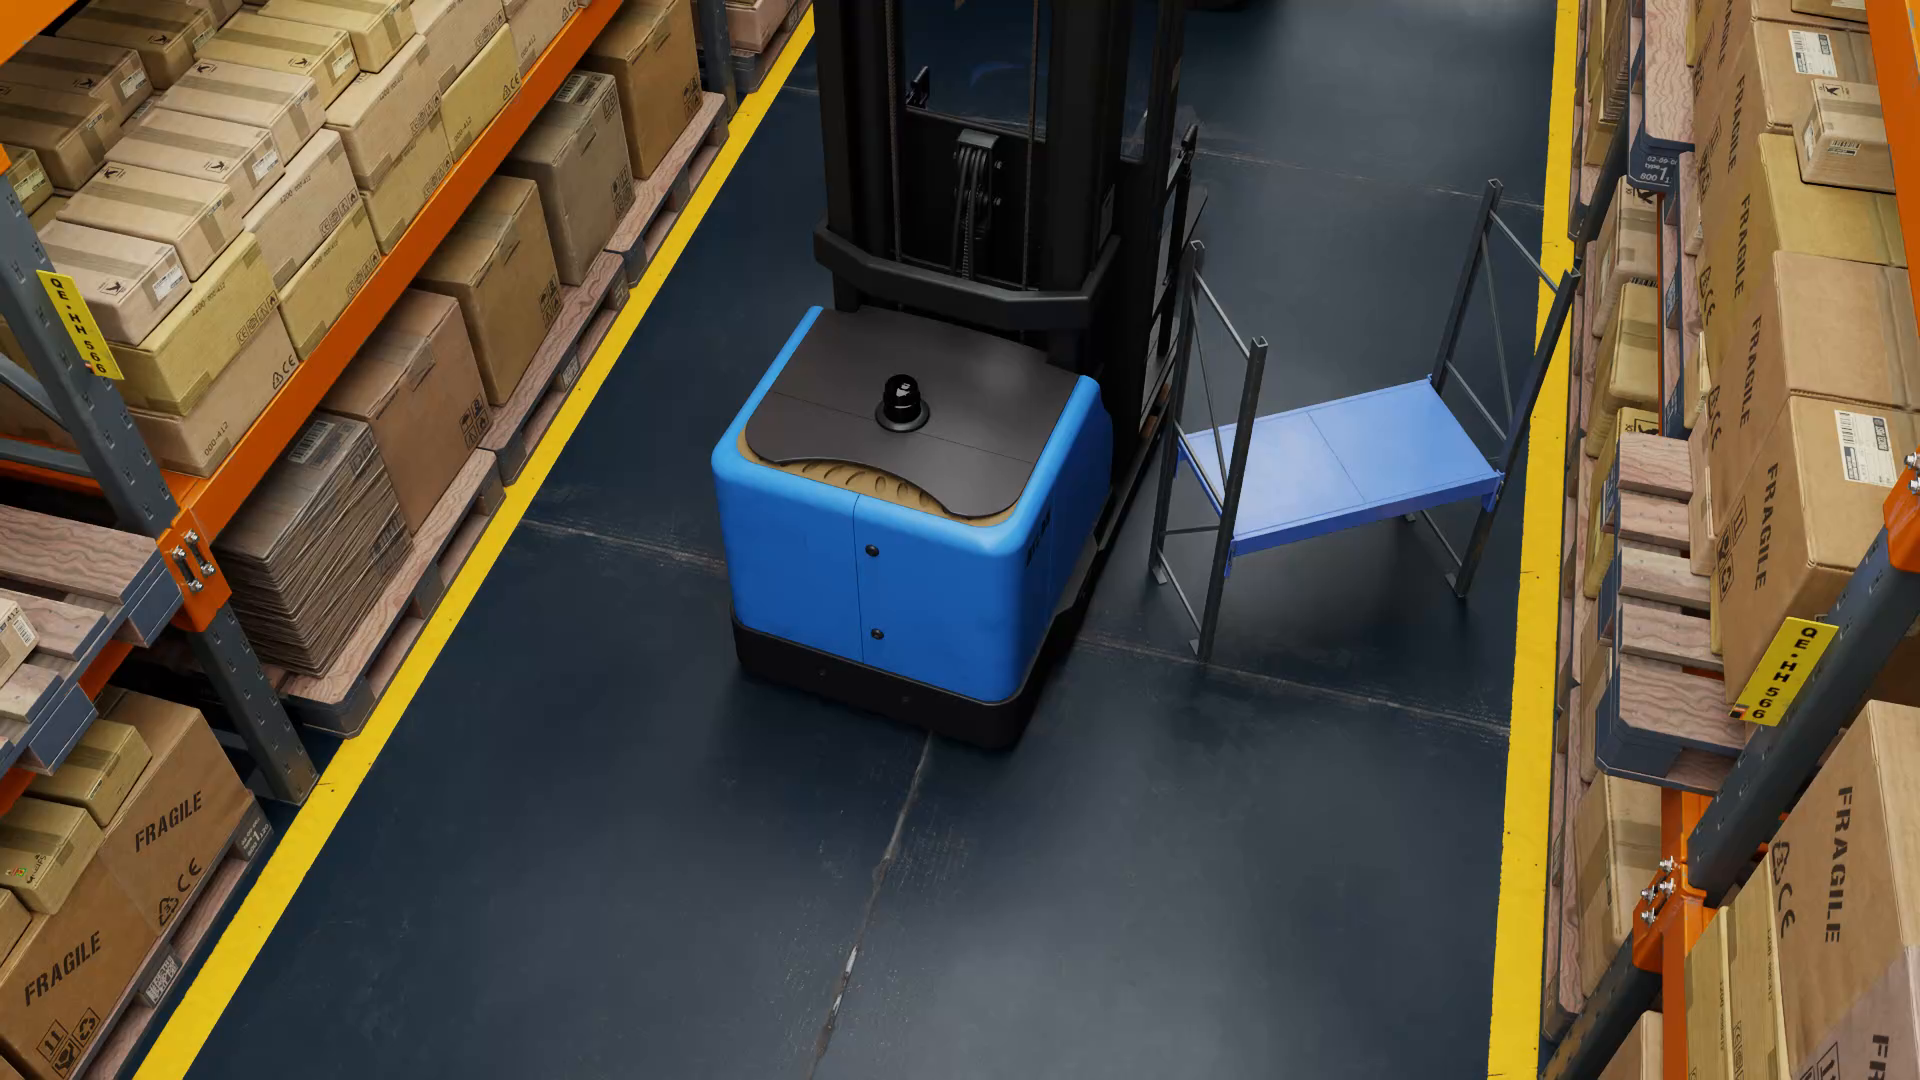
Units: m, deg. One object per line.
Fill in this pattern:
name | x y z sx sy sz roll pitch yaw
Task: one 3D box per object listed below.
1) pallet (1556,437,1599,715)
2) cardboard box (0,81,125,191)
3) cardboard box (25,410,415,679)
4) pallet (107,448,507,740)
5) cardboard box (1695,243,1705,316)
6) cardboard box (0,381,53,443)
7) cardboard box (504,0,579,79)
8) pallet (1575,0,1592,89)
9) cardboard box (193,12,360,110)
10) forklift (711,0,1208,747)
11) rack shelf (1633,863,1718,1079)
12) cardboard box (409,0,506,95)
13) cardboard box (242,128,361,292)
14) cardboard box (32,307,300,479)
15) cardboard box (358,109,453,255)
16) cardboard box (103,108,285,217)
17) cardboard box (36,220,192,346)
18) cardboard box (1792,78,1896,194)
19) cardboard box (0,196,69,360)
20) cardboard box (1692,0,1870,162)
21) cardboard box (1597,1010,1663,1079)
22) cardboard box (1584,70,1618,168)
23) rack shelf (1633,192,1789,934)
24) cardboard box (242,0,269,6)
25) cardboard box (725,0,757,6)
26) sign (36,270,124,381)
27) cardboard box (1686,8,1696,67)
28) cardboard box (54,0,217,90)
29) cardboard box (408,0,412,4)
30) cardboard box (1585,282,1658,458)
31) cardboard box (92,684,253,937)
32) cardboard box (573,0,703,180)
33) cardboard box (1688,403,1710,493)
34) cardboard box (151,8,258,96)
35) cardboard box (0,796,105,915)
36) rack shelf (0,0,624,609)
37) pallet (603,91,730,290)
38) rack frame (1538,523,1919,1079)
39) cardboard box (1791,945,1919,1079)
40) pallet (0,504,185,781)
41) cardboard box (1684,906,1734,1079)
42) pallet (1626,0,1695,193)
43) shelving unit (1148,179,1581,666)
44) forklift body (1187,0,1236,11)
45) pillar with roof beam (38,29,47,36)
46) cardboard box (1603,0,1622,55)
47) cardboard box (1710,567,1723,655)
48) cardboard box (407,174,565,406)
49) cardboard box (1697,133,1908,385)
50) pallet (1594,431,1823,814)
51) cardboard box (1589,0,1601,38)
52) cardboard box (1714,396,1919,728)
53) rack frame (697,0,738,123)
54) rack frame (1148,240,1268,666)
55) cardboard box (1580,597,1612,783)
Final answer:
pallet | 2.688 0.201 5.932 1.003 0.211 1.213 12 50 10
cardboard box | -2.654 -1.164 4.777 0.380 0.149 0.250 12 50 10
cardboard box | -2.455 -0.056 5.602 0.875 0.625 0.625 13 50 11
pallet | -2.378 0.081 6.038 1.003 0.211 1.213 12 50 10
cardboard box | 2.348 -0.753 4.801 0.380 0.149 0.250 10 49 9
cardboard box | -2.761 -0.580 4.861 0.500 0.250 0.500 11 49 9
cardboard box | -1.747 -1.964 6.083 0.500 0.250 0.500 12 50 10
pallet | 3.672 -2.626 8.427 1.003 0.211 1.213 12 50 10
cardboard box | -2.058 -1.438 5.019 0.380 0.149 0.250 12 50 10
forklift | 0.227 -1.407 5.537 1.130 2.935 3.031 16 51 14
rack shelf | 1.631 2.407 2.604 1.077 0.370 4.000 12 50 10
cardboard box | -1.881 -1.754 5.564 0.500 0.250 0.500 12 50 11
cardboard box | -2.147 -1.005 4.903 0.500 0.250 0.500 13 50 11
cardboard box | -2.280 -0.477 4.771 0.500 0.250 0.500 12 50 10
cardboard box | -2.014 -1.214 5.421 0.500 0.250 0.500 10 49 9
cardboard box | -2.152 -1.059 4.684 0.380 0.149 0.250 13 50 11
cardboard box | -2.264 -0.674 4.345 0.380 0.149 0.250 13 50 11
cardboard box | 2.316 -1.001 4.155 0.380 0.149 0.250 9 49 8
cardboard box | -2.782 -0.750 4.677 0.500 0.250 0.500 13 50 11
cardboard box | 2.536 -1.441 4.976 0.500 0.500 0.500 11 50 10
cardboard box | 1.896 1.770 3.824 0.875 0.875 0.875 11 50 10
cardboard box | 3.107 -1.880 7.463 0.500 0.250 0.500 14 50 12
rack shelf | 2.684 -0.486 5.158 1.077 0.370 4.000 12 50 10
cardboard box | -2.356 -1.891 5.419 0.380 0.149 0.250 13 50 11
cardboard box | -1.154 -2.831 7.968 0.500 0.250 0.500 11 50 10
sign | -2.106 -0.511 3.981 0.100 0.325 0.005 12 50 10
cardboard box | 2.686 -1.710 5.646 0.380 0.149 0.250 12 50 11
cardboard box | -2.512 -1.529 5.099 0.380 0.149 0.250 11 50 10
cardboard box | -1.959 -1.817 5.354 0.380 0.149 0.250 12 50 10
cardboard box | 2.889 -0.539 6.198 0.950 0.372 0.625 14 50 12
cardboard box | -2.536 0.782 4.946 0.500 0.500 0.500 13 50 11
cardboard box | -1.706 -2.121 7.425 0.875 0.625 0.625 14 50 12
cardboard box | 2.115 -0.196 4.310 0.380 0.149 0.250 9 49 8
cardboard box | -2.514 -1.482 5.324 0.500 0.250 0.500 11 50 10
cardboard box | -2.560 0.830 4.471 0.380 0.149 0.250 9 49 8
rack shelf | -2.106 -1.463 6.020 1.077 0.370 4.000 12 50 10
pallet | -1.736 -1.684 7.595 1.003 0.211 1.213 12 50 10
rack frame | 2.158 0.723 3.611 1.000 3.000 0.127 12 50 10
cardboard box | 1.671 1.028 2.609 0.500 0.500 0.500 12 50 10
pallet | -2.743 0.314 4.101 1.213 0.211 1.003 12 50 10
cardboard box | 1.786 1.077 3.399 0.500 0.250 0.500 11 49 9
pallet | 2.869 -1.583 5.774 1.003 0.211 1.213 12 50 10
shelving unit | 1.273 -0.350 5.559 1.048 1.500 0.538 -13 50 -12
forklift body | 0.734 -4.028 8.371 2.313 2.155 1.214 12 50 10
pillar with roof beam | 0.995 -2.511 2.464 9.100 9.000 0.400 12 50 10
cardboard box | 3.239 -2.497 7.507 0.500 0.500 0.500 12 50 11
cardboard box | 2.018 0.175 3.982 0.380 0.149 0.250 12 50 11
cardboard box | -2.113 -1.017 6.451 0.875 0.625 0.625 10 49 8
cardboard box | 2.266 -0.673 4.298 0.500 0.500 0.500 9 49 7
pallet | 2.242 0.250 4.157 1.213 0.211 1.003 12 50 10
cardboard box | 3.376 -2.634 8.128 0.500 0.250 0.500 12 50 11
cardboard box | 2.009 0.069 3.644 0.500 0.500 0.500 10 49 9
rack frame | -1.579 -3.147 7.027 1.000 3.000 0.127 12 50 10
rack frame | 0.789 -0.235 5.457 0.032 1.500 0.500 -13 50 -12
cardboard box | 2.502 0.511 5.271 0.950 0.372 0.625 11 49 9
